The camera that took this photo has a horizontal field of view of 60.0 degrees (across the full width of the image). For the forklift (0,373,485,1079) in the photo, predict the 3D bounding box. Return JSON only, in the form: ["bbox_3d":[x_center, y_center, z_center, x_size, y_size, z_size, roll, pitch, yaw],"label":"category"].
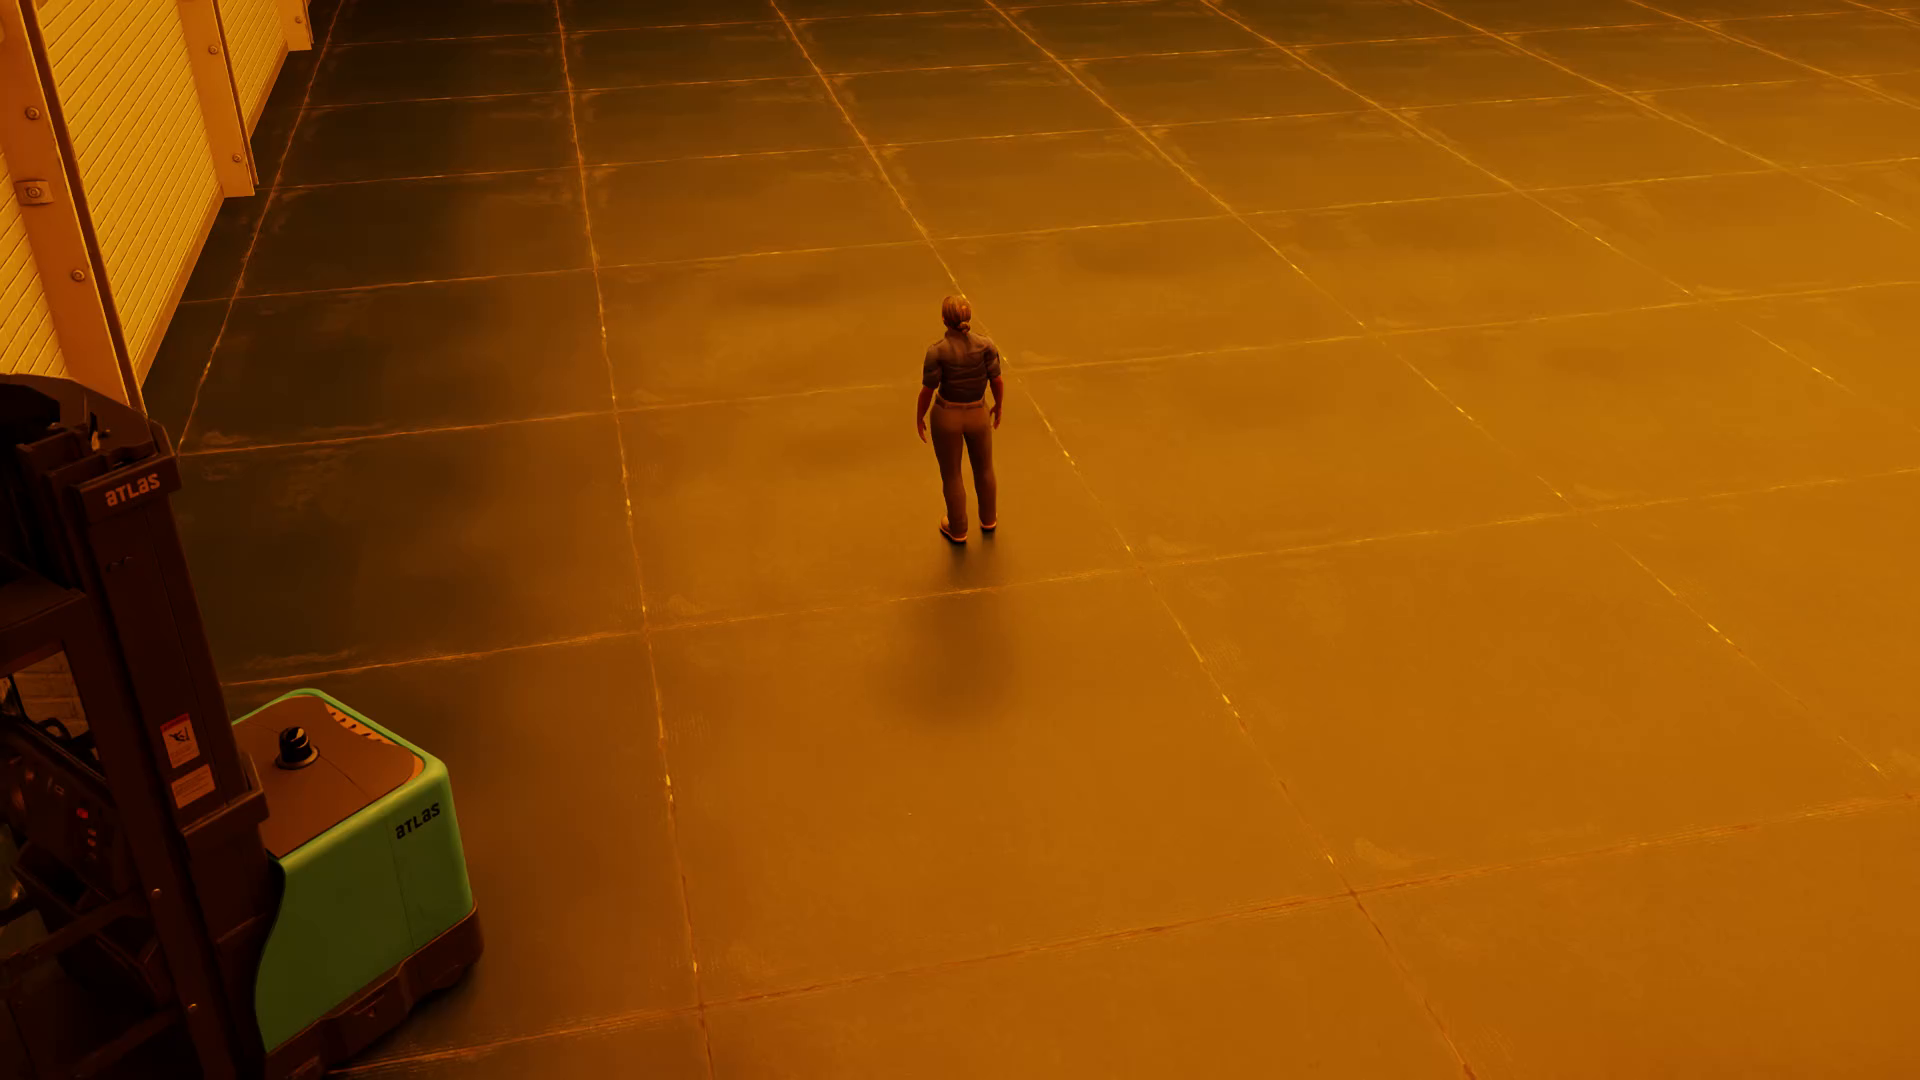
[{"bbox_3d":[-3.366,1.020,5.813,1.130,2.935,3.031,21,36,31],"label":"forklift"}]

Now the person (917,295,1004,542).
[{"bbox_3d":[-0.001,-0.767,10.160,0.569,1.654,0.504,-7,31,-12],"label":"person"}]
